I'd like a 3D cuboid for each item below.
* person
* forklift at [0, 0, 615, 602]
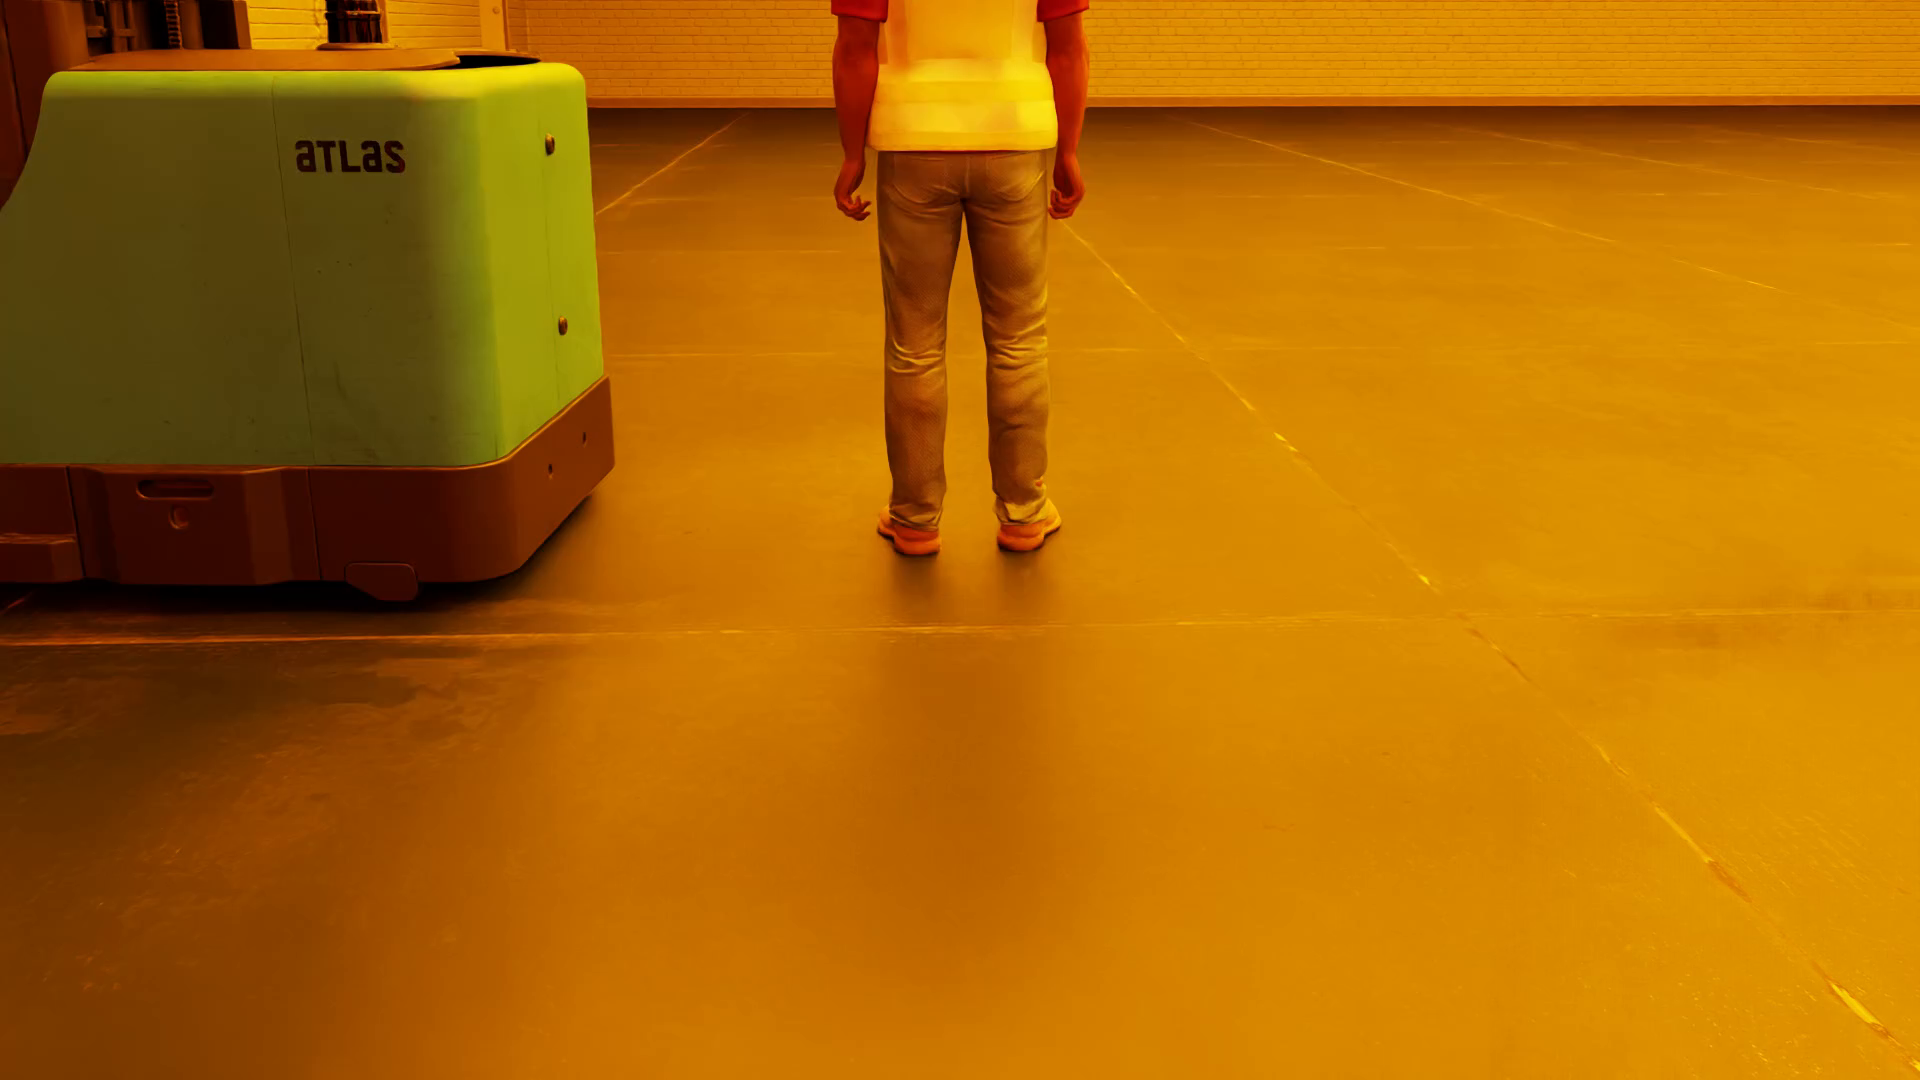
[{"bbox_3d":[-0.002,-0.843,3.658,0.556,1.770,0.395,-1,17,-3],"label":"person"},{"bbox_3d":[-2.420,-1.413,3.526,3.031,2.935,1.130,1,17,2],"label":"forklift"}]
